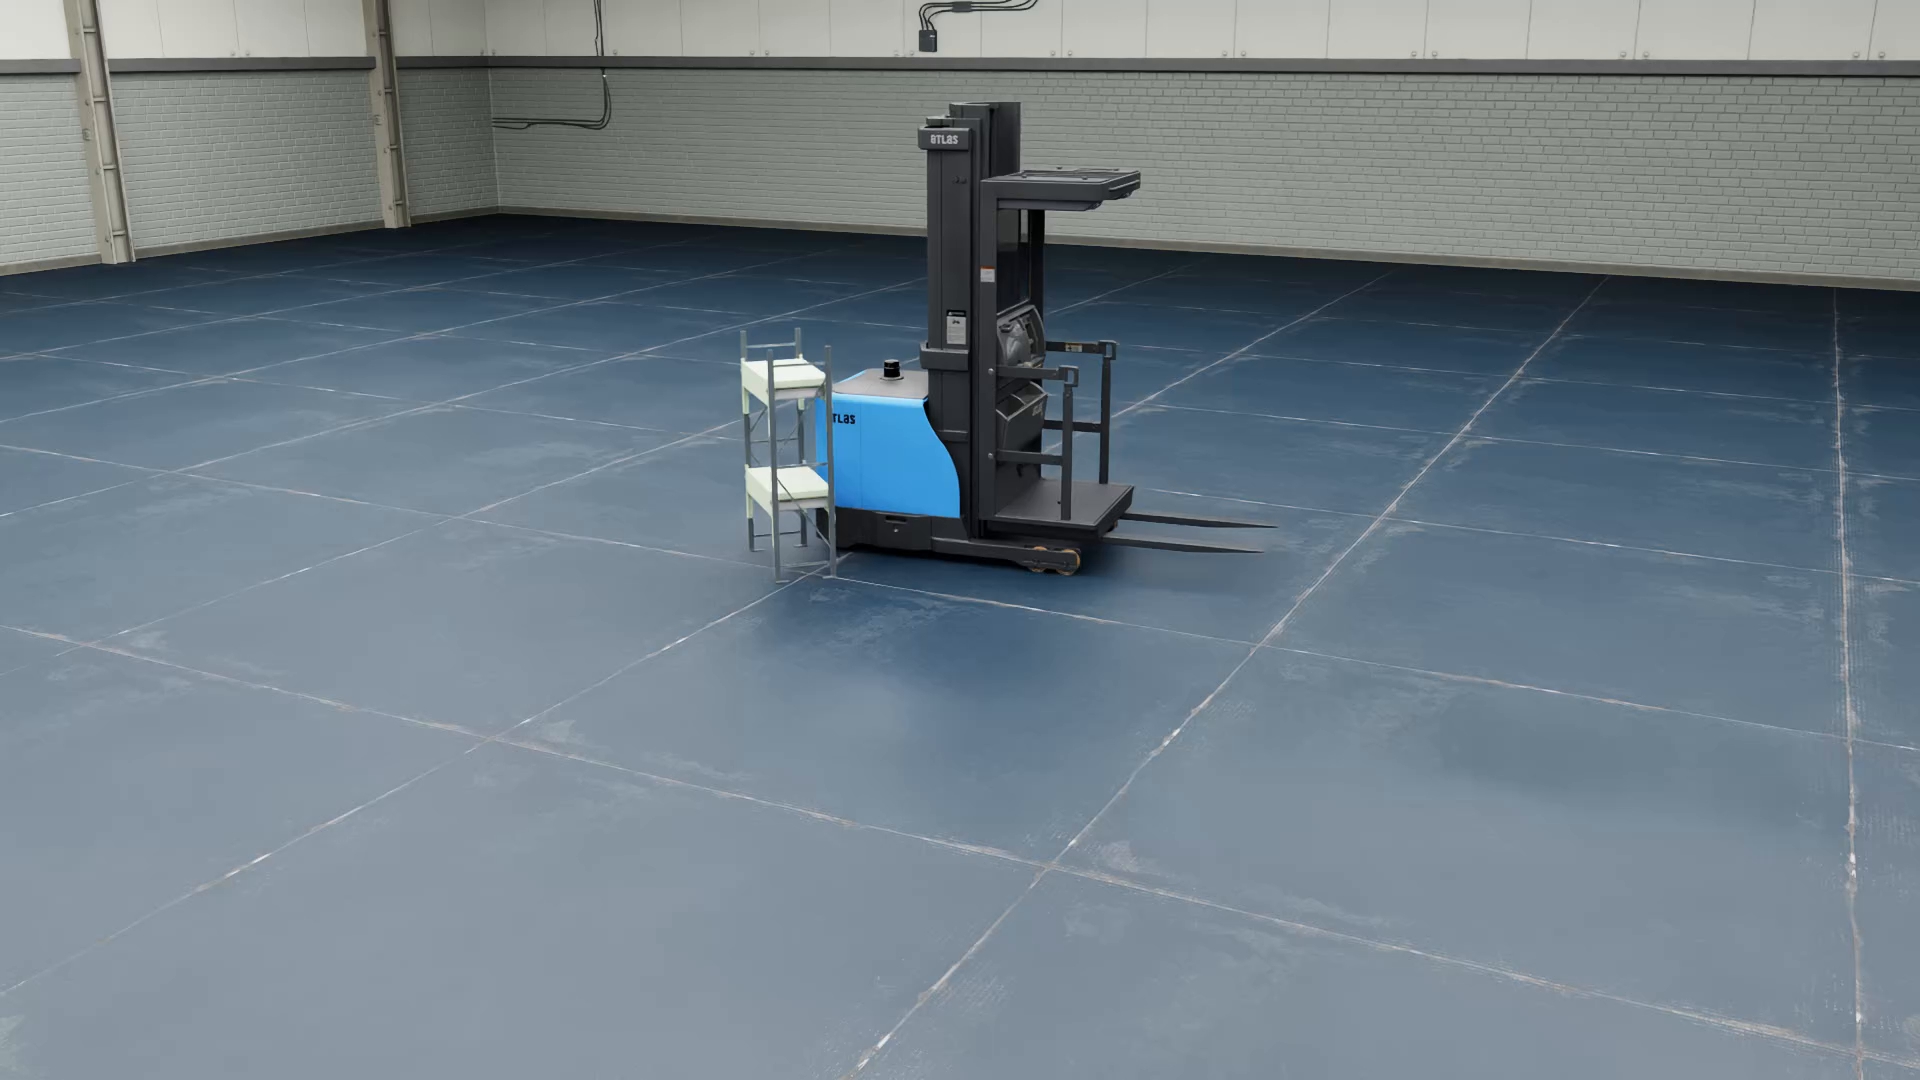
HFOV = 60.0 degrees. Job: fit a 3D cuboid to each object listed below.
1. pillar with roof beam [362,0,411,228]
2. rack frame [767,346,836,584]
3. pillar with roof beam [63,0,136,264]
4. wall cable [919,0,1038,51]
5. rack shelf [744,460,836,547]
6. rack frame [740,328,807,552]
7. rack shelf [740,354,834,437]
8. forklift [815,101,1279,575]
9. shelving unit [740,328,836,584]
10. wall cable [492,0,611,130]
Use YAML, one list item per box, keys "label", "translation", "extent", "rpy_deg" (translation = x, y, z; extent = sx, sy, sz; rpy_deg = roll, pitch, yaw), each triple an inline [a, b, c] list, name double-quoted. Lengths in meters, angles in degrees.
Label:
- label: "pillar with roof beam"
  translation: [-6.804, -9.698, 28.372]
  extent: [9.100, 9.000, 0.400]
  rpy_deg: [8, 18, 25]
- label: "rack frame"
  translation: [-0.990, -0.464, 10.449]
  extent: [0.400, 1.500, 0.023]
  rpy_deg: [-6, 18, -19]
- label: "pillar with roof beam"
  translation: [-9.485, -8.170, 23.226]
  extent: [9.100, 9.000, 0.400]
  rpy_deg: [8, 18, 25]
- label: "wall cable"
  translation: [0.330, -11.247, 27.612]
  extent: [2.305, 6.003, 0.169]
  rpy_deg: [8, 18, 25]
- label: "rack shelf"
  translation: [-1.115, -0.249, 10.872]
  extent: [0.431, 0.370, 0.720]
  rpy_deg: [-6, 18, -19]
- label: "rack frame"
  translation: [-1.241, -0.659, 11.109]
  extent: [0.400, 1.500, 0.023]
  rpy_deg: [-6, 18, -19]
- label: "rack shelf"
  translation: [-1.116, -0.935, 10.668]
  extent: [0.431, 0.370, 0.720]
  rpy_deg: [-6, 18, -19]
- label: "forklift"
  translation: [0.590, -1.347, 10.913]
  extent: [3.031, 2.935, 1.130]
  rpy_deg: [6, 17, 18]
- label: "shelving unit"
  translation: [-1.115, -0.561, 10.779]
  extent: [0.431, 1.500, 0.755]
  rpy_deg: [-6, 18, -19]
- label: "wall cable"
  translation: [-8.156, -9.340, 32.618]
  extent: [3.097, 2.526, 0.112]
  rpy_deg: [8, 18, 25]
